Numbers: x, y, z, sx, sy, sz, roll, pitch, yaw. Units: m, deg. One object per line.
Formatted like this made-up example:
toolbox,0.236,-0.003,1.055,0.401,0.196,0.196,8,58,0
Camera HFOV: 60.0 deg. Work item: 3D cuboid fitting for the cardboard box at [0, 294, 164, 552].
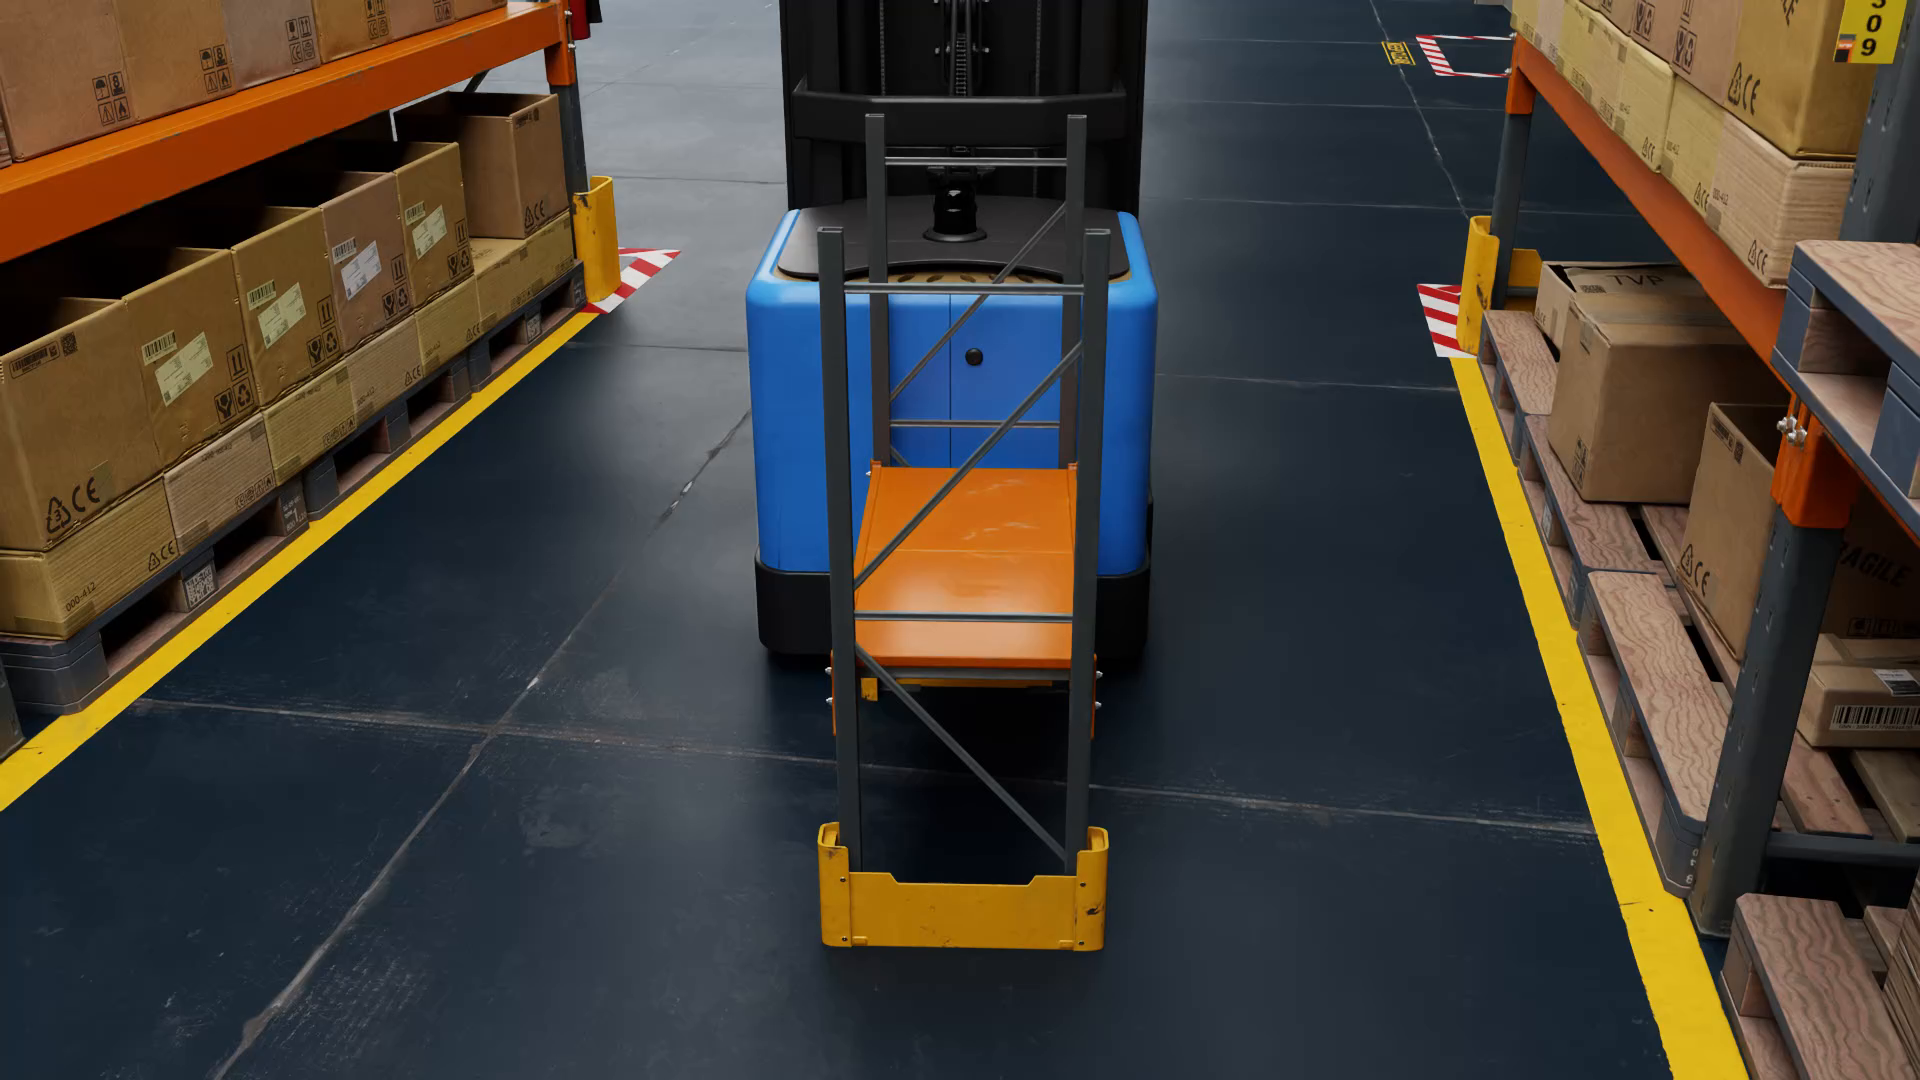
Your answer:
cardboard box,-2.456,-0.316,4.250,0.500,0.500,0.500,4,25,9

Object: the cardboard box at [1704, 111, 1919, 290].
cardboard box,1.825,-0.678,3.313,0.500,0.250,0.500,4,25,9

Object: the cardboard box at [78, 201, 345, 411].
cardboard box,-2.293,-0.734,5.143,0.500,0.500,0.500,4,25,9

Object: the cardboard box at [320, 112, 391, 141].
cardboard box,-2.574,-1.398,6.563,0.500,0.500,0.500,4,25,9

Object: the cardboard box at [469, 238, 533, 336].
cardboard box,-2.053,-1.022,6.643,0.500,0.250,0.500,4,25,9

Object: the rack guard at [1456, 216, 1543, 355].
rack guard,2.688,-1.026,6.853,1.175,0.500,0.348,4,25,9

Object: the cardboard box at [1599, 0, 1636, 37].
cardboard box,2.072,-1.654,4.514,0.500,0.500,0.500,5,26,10

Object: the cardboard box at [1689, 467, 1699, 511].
cardboard box,2.328,-0.093,4.754,0.380,0.149,0.250,2,25,4

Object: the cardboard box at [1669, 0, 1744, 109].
cardboard box,1.895,-1.226,3.601,0.500,0.500,0.500,4,25,8

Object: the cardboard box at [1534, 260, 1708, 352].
cardboard box,2.499,-0.889,6.263,0.500,0.311,0.500,1,25,3

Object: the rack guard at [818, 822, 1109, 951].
rack guard,0.006,0.715,3.427,0.587,0.250,0.087,1,25,2

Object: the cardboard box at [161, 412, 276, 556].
cardboard box,-2.379,-0.186,4.856,0.500,0.250,0.500,4,25,9

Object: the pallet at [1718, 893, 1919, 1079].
pallet,1.921,1.071,2.712,1.003,0.211,1.213,4,25,9

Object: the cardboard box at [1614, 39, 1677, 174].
cardboard box,1.982,-1.097,4.208,0.500,0.250,0.500,4,25,8

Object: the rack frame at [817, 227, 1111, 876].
rack frame,0.006,0.150,3.161,0.500,1.500,0.032,1,25,2

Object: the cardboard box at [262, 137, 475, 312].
cardboard box,-2.130,-1.152,6.037,0.500,0.500,0.500,4,25,9

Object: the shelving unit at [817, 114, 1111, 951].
shelving unit,0.021,-0.062,3.613,0.587,1.500,1.083,1,25,2

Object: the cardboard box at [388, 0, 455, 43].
cardboard box,-2.357,-2.163,6.215,0.700,0.500,0.500,5,25,10

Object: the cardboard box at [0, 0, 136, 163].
cardboard box,-2.695,-1.311,4.395,0.700,0.500,0.500,4,25,8

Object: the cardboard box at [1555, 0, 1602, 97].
cardboard box,2.148,-1.519,5.109,0.500,0.250,0.500,4,25,8

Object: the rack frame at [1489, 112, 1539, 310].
rack frame,2.701,-2.190,6.391,1.000,3.000,0.127,4,25,9

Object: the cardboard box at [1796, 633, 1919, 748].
cardboard box,2.105,0.341,3.807,0.380,0.166,0.250,1,25,2

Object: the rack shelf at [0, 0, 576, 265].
rack shelf,-2.514,-1.370,5.486,1.077,0.370,4.000,4,25,9

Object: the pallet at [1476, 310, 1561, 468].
pallet,2.521,-0.558,6.194,1.003,0.211,1.213,4,25,9

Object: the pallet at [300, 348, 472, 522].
pallet,-2.472,-0.438,5.936,1.003,0.211,1.213,4,25,9

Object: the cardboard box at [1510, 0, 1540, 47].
cardboard box,2.308,-1.949,6.030,0.500,0.250,0.500,3,25,7

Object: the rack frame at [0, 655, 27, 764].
rack frame,-2.841,-0.859,3.547,1.000,3.000,0.127,4,25,9

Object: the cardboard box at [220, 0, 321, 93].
cardboard box,-2.526,-1.735,5.301,0.700,0.500,0.500,5,26,10

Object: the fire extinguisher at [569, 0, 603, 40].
fire extinguisher,-1.709,-2.514,7.174,0.296,0.674,0.183,4,25,9

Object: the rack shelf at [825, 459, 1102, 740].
rack shelf,0.021,0.097,3.698,0.538,0.185,1.000,1,25,2

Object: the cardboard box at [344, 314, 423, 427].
cardboard box,-2.216,-0.604,5.750,0.500,0.250,0.500,4,25,9

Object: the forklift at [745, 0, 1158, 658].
forklift,0.017,-1.594,5.198,1.130,2.935,3.031,1,25,1

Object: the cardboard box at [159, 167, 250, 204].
cardboard box,-2.742,-0.980,5.670,0.500,0.500,0.500,4,25,9

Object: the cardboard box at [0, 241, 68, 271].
cardboard box,-2.887,-0.561,4.774,0.500,0.500,0.500,4,25,9

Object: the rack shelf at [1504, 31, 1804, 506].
rack shelf,2.374,-1.028,4.757,1.077,0.370,4.000,4,25,9

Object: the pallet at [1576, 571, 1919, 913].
pallet,2.122,0.462,4.013,1.003,0.211,1.213,4,25,9
